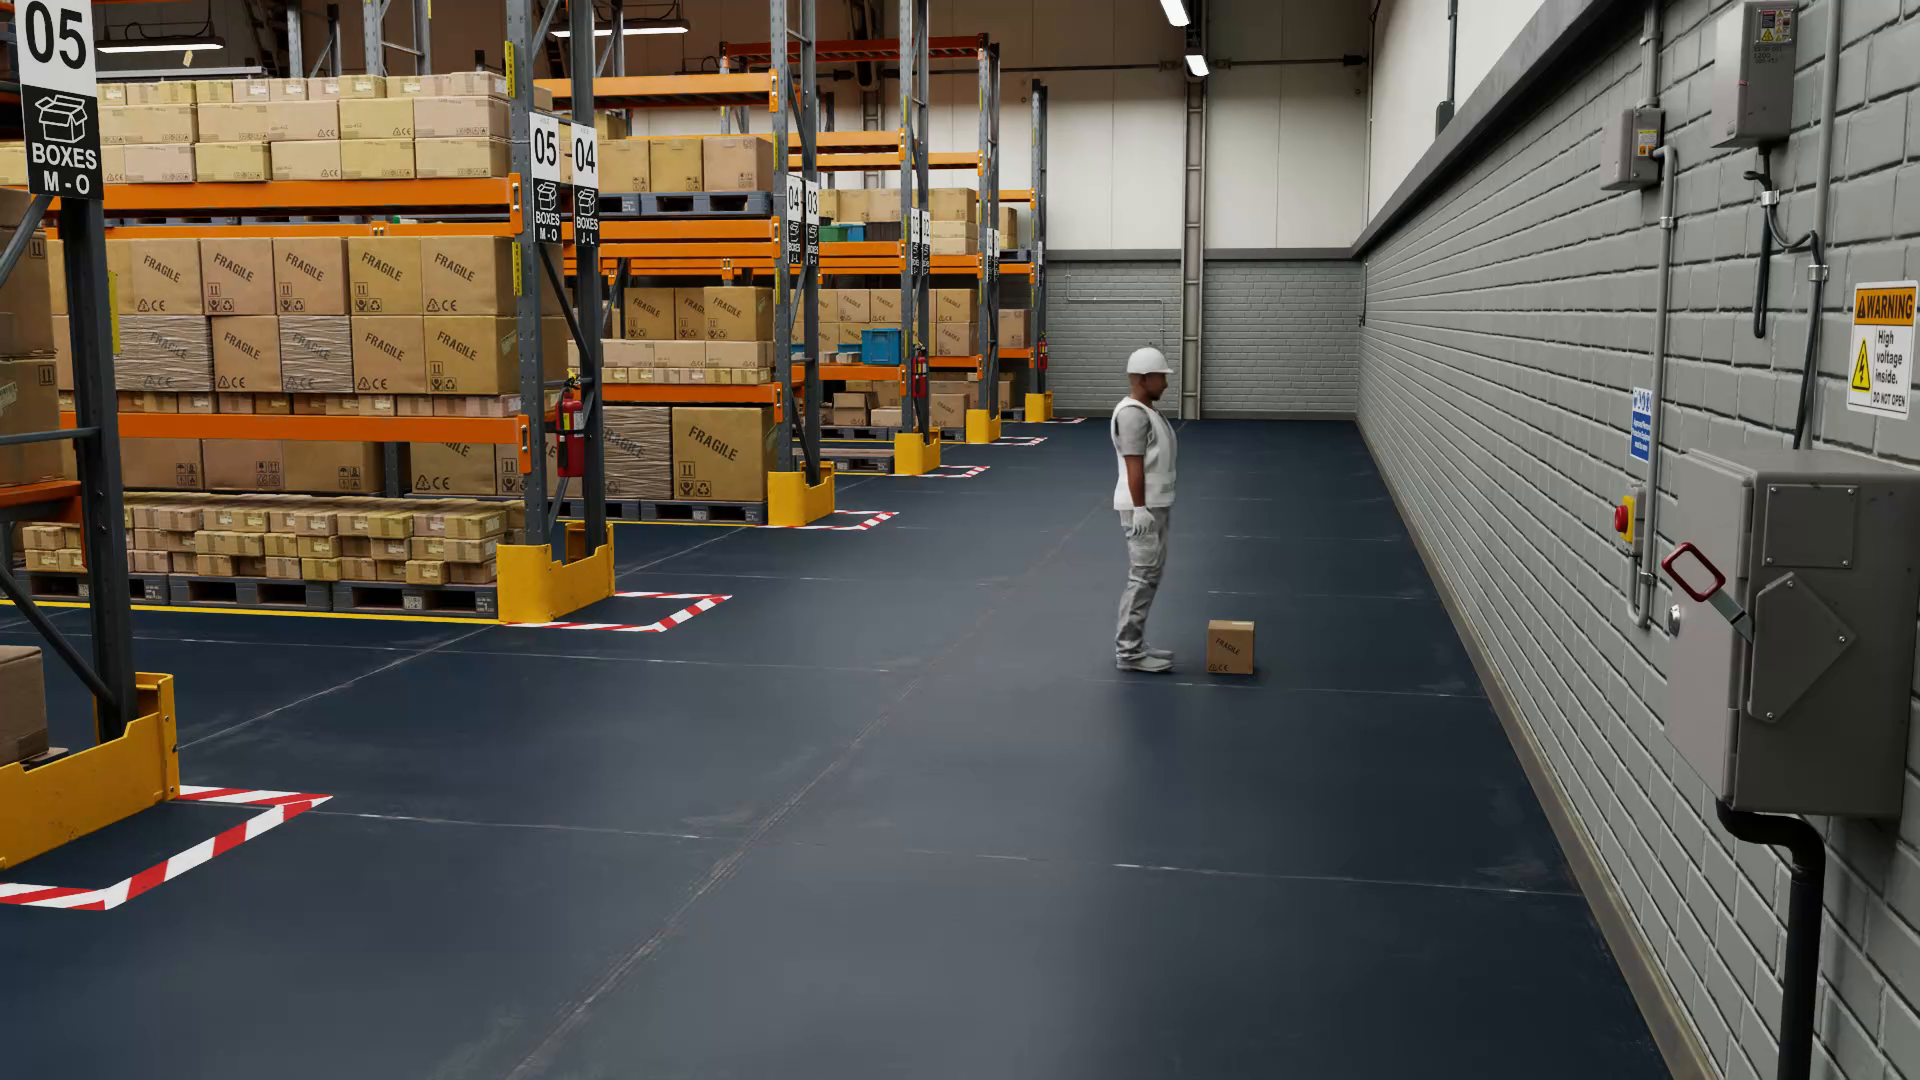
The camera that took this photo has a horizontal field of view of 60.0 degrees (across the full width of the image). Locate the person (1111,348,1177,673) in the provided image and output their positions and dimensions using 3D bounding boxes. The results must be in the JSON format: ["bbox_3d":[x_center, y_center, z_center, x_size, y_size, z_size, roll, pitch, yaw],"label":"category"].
[{"bbox_3d":[1.030,-0.175,9.266,0.362,1.777,0.548,2,8,12],"label":"person"}]
